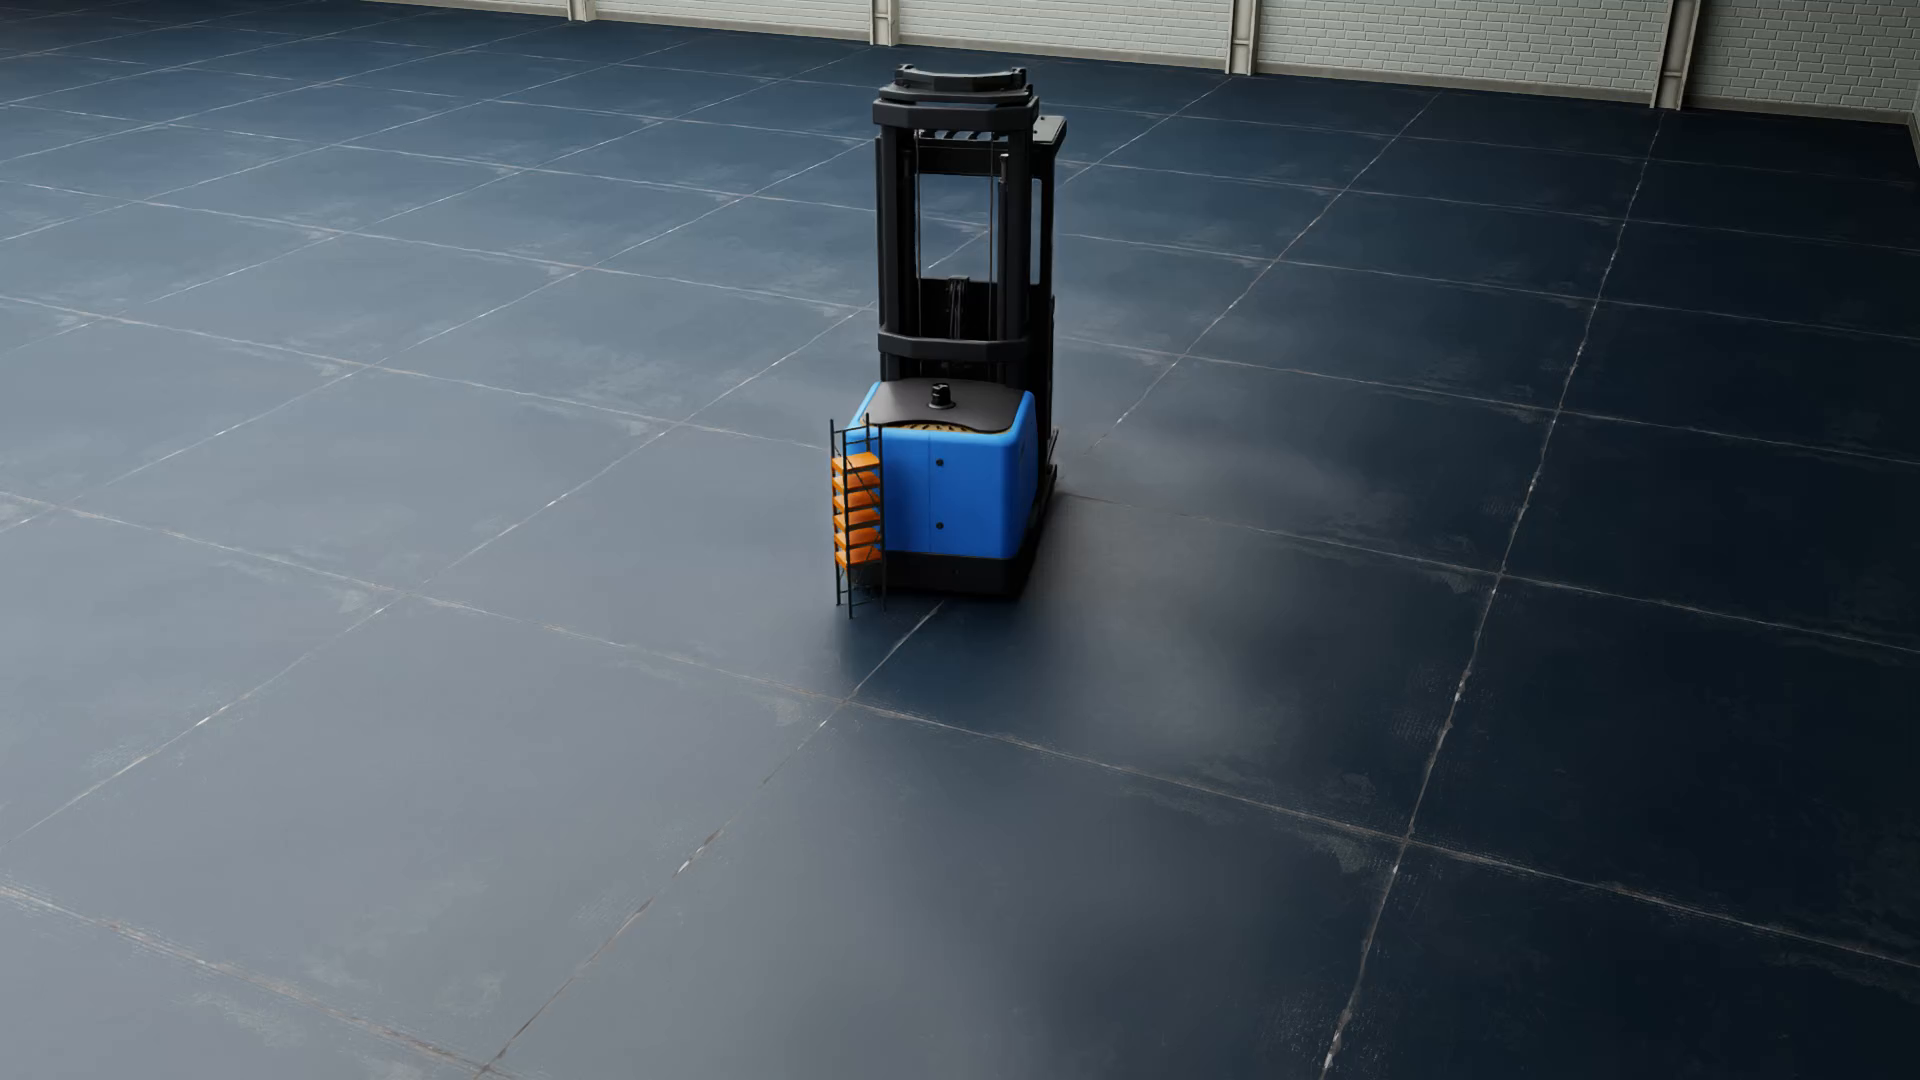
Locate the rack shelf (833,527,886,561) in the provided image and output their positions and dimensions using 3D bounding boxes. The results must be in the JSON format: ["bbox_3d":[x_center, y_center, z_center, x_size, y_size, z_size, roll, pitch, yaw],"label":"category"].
[{"bbox_3d":[-0.587,0.016,9.729,0.258,0.103,0.180,-12,29,-23],"label":"rack shelf"}]

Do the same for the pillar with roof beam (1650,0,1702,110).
[{"bbox_3d":[7.909,-8.253,17.325,0.400,9.000,9.100,11,28,22],"label":"pillar with roof beam"}]

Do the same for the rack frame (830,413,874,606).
[{"bbox_3d":[-0.627,-0.168,9.729,0.240,1.200,0.006,-12,29,-23],"label":"rack frame"}]

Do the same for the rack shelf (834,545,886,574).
[{"bbox_3d":[-0.587,0.124,9.782,0.258,0.103,0.180,-12,29,-23],"label":"rack shelf"}]

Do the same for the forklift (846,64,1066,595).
[{"bbox_3d":[0.070,-1.612,10.706,1.130,2.935,3.031,4,27,8],"label":"forklift"}]

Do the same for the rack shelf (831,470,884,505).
[{"bbox_3d":[-0.588,-0.306,9.568,0.258,0.103,0.180,-12,29,-23],"label":"rack shelf"}]

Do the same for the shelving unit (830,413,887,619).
[{"bbox_3d":[-0.587,-0.131,9.656,0.258,1.200,0.189,-12,29,-23],"label":"shelving unit"}]

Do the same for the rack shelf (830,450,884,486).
[{"bbox_3d":[-0.588,-0.413,9.515,0.258,0.103,0.180,-12,29,-23],"label":"rack shelf"}]

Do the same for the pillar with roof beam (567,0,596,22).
[{"bbox_3d":[-8.476,-11.544,24.010,0.400,9.000,9.100,11,28,22],"label":"pillar with roof beam"}]

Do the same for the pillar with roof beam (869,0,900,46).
[{"bbox_3d":[-3.015,-10.447,21.781,0.400,9.000,9.100,11,28,22],"label":"pillar with roof beam"}]

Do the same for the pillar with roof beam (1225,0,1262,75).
[{"bbox_3d":[2.447,-9.350,19.553,0.400,9.000,9.100,11,28,22],"label":"pillar with roof beam"}]

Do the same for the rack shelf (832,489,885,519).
[{"bbox_3d":[-0.588,-0.199,9.622,0.258,0.103,0.180,-12,29,-23],"label":"rack shelf"}]

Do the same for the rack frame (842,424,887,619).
[{"bbox_3d":[-0.548,-0.094,9.582,0.240,1.200,0.006,-12,29,-23],"label":"rack frame"}]

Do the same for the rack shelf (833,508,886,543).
[{"bbox_3d":[-0.587,-0.091,9.675,0.258,0.103,0.180,-12,29,-23],"label":"rack shelf"}]
